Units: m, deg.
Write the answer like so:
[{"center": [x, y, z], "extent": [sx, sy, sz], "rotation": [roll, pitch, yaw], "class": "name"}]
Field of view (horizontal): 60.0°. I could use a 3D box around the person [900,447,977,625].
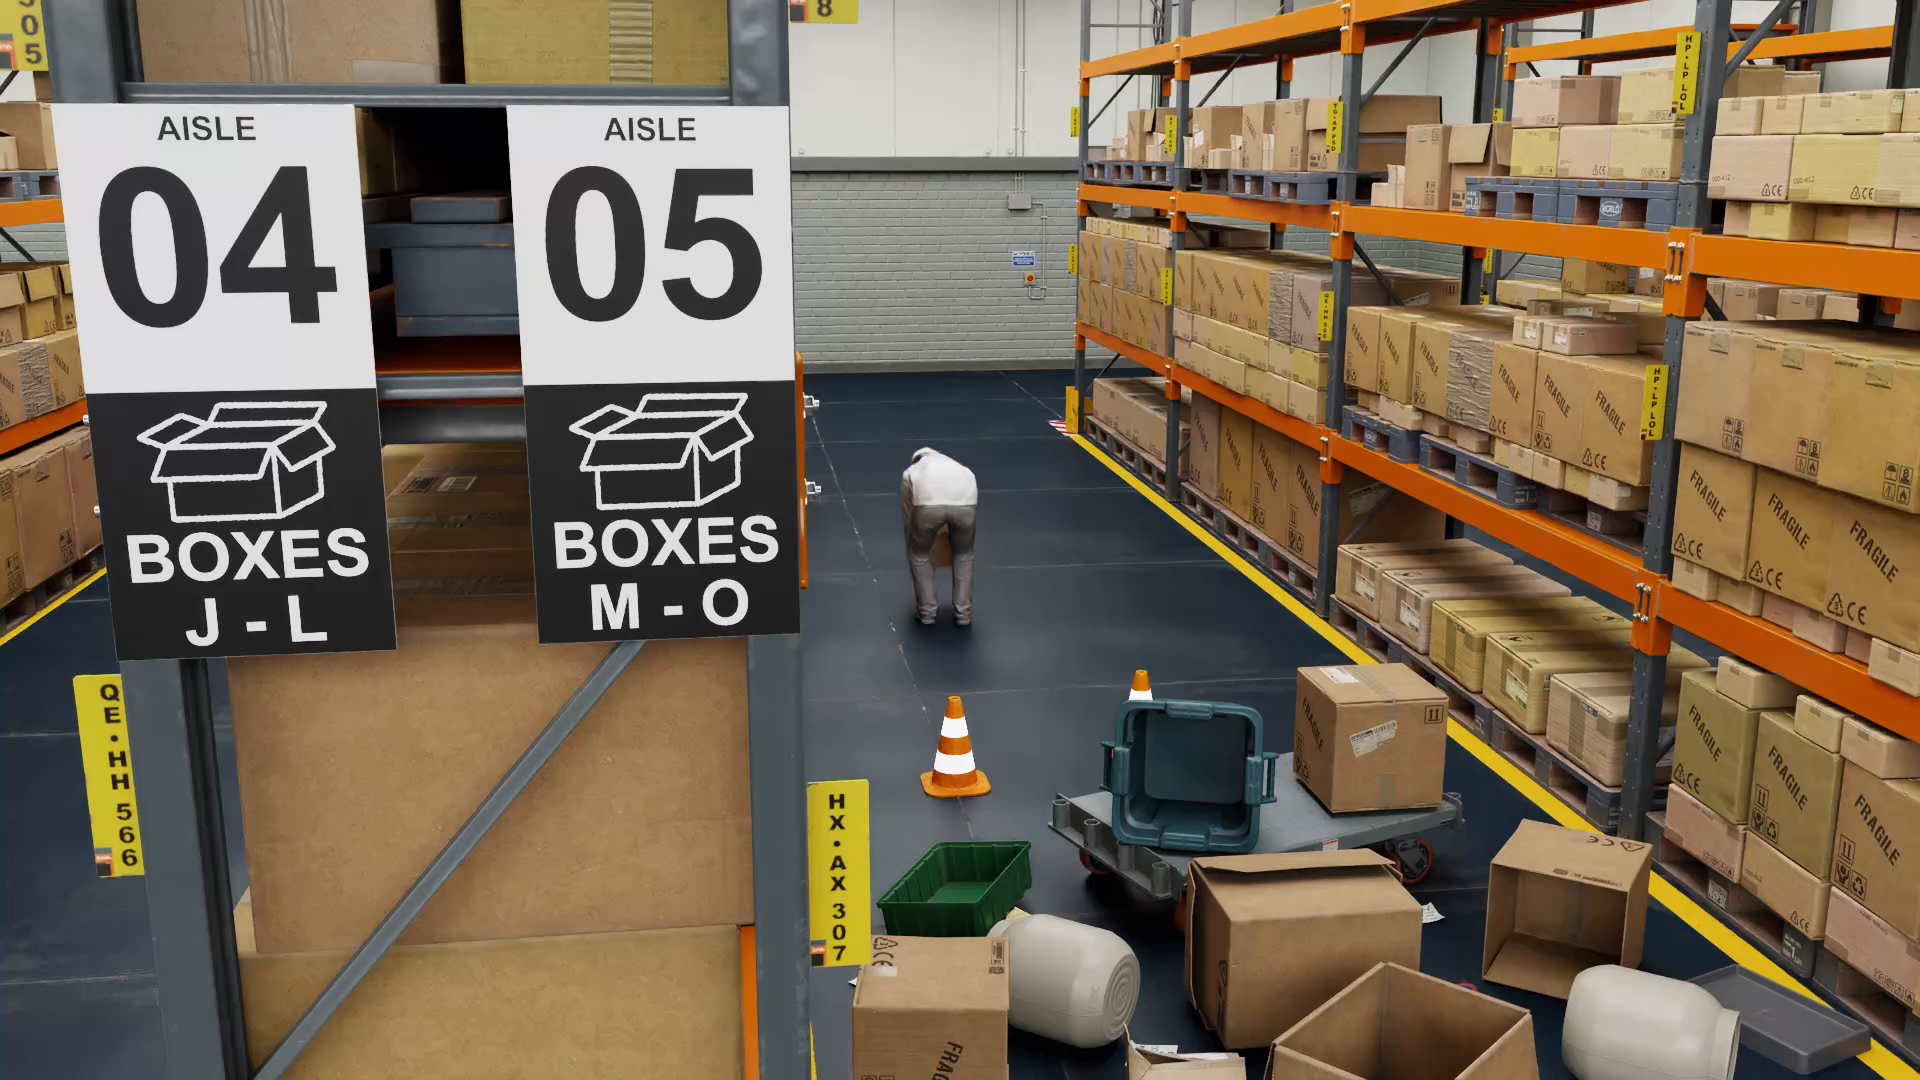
[{"center": [-0.164, -0.039, 11.533], "extent": [0.466, 1.124, 1.008], "rotation": [-2, 13, -10], "class": "person"}]
